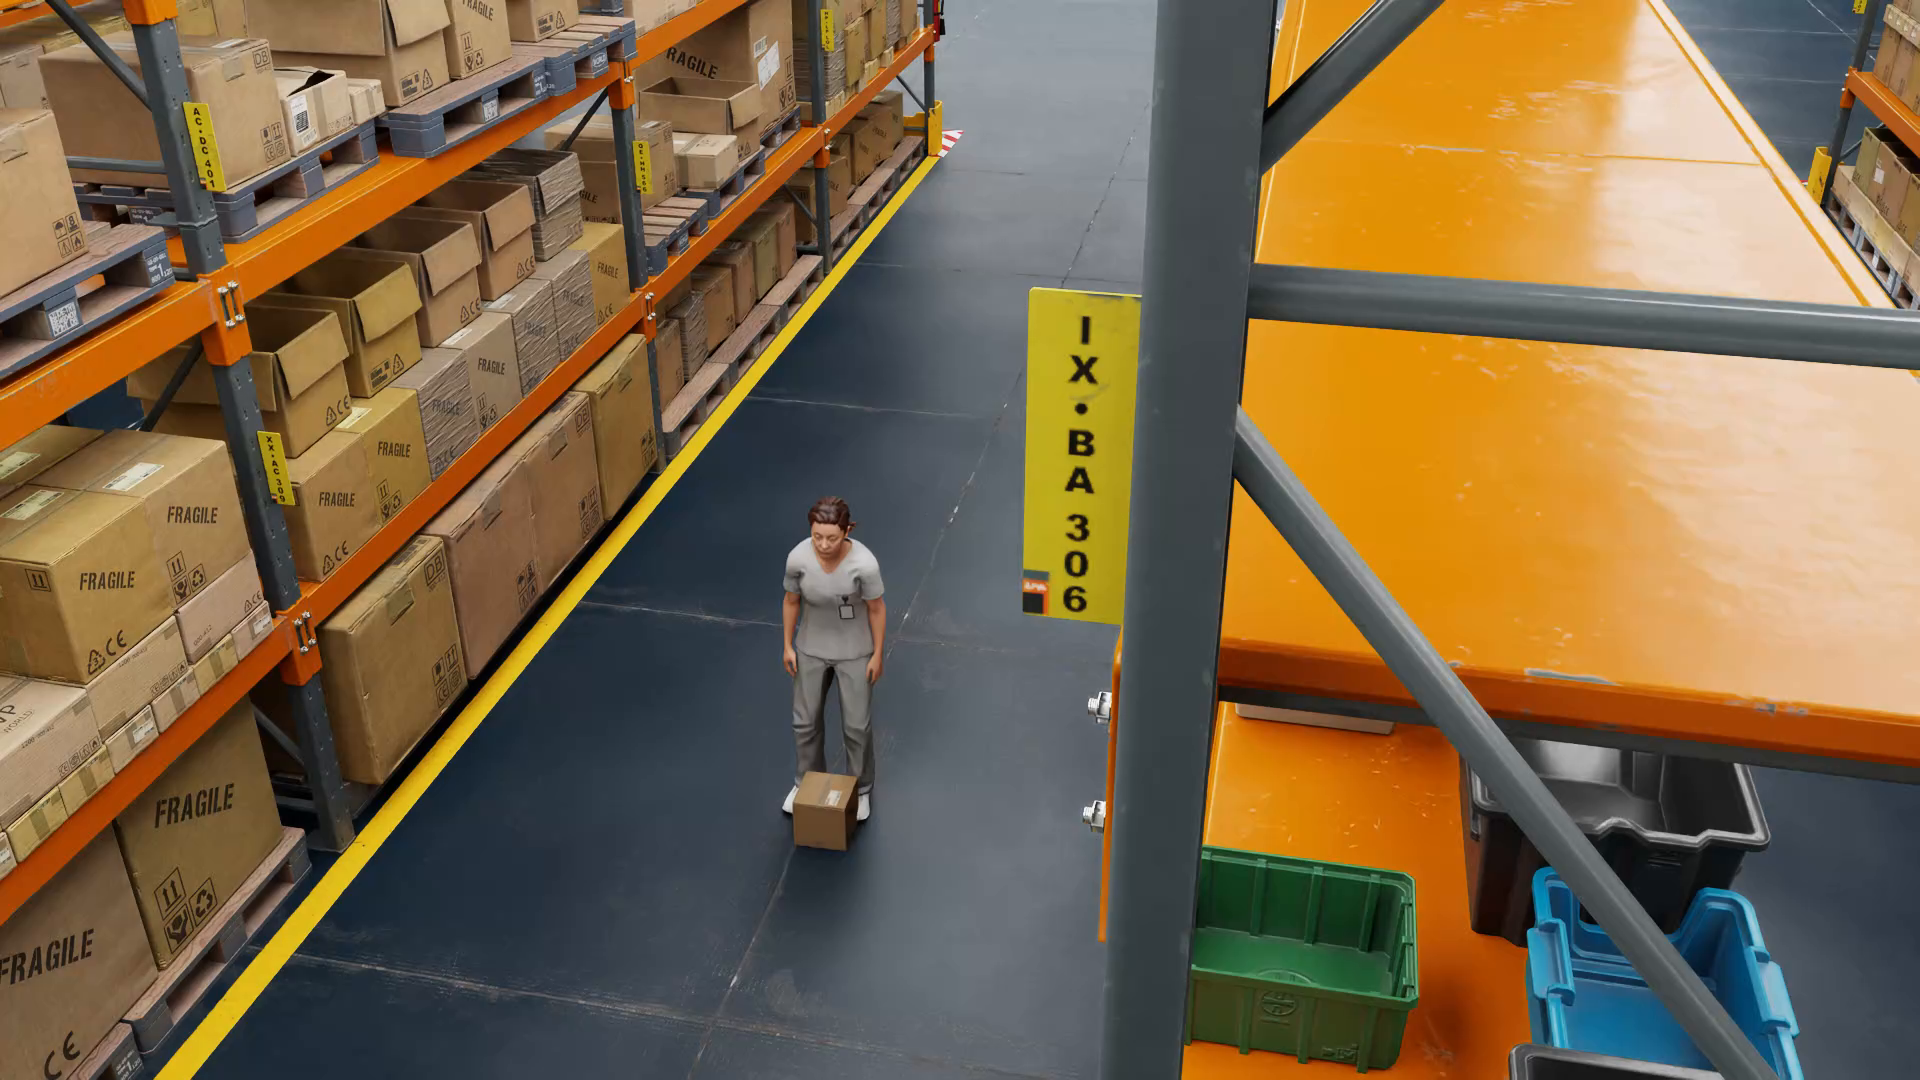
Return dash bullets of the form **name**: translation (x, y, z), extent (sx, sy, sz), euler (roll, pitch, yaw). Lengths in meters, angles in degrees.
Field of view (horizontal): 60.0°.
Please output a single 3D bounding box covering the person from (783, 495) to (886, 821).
- **person**: translation (-0.585, 0.527, 7.661), extent (0.494, 1.672, 0.361), euler (5, 29, 9)
